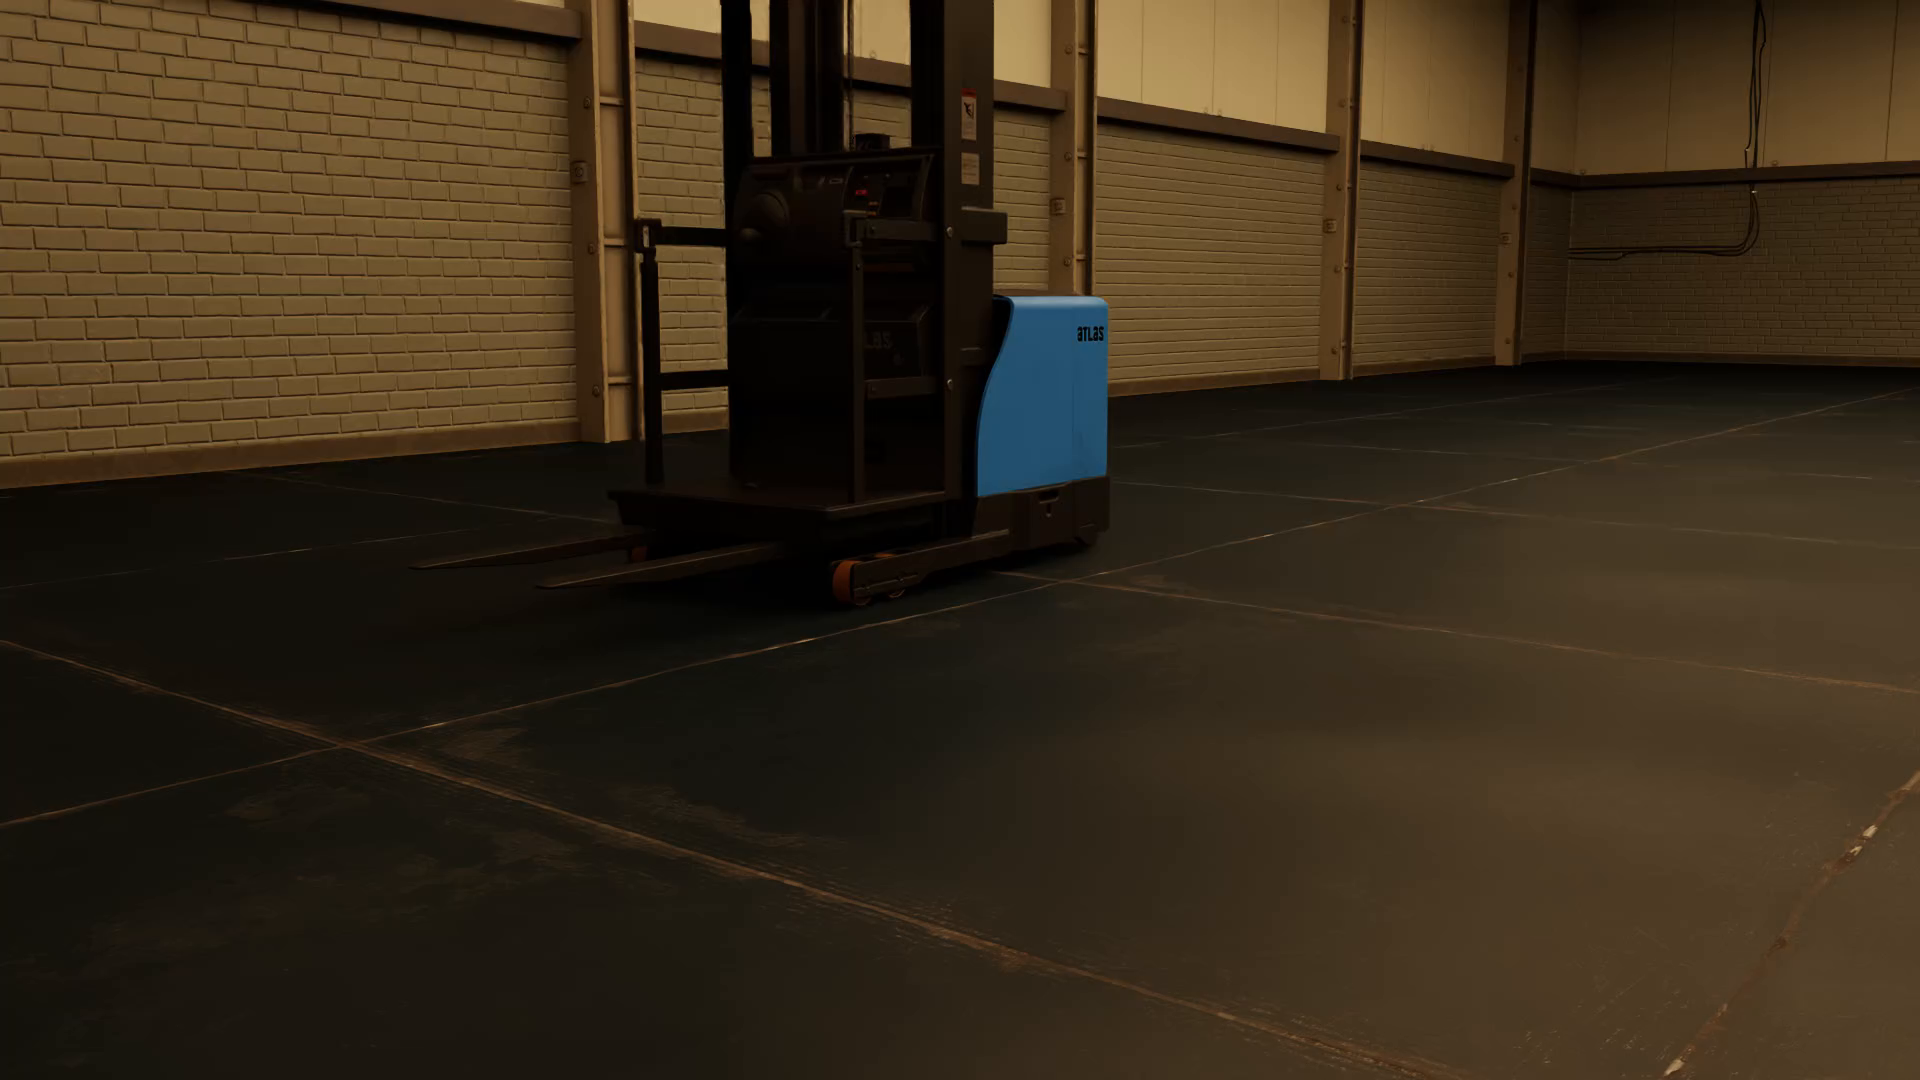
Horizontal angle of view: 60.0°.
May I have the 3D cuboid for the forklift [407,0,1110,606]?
[{"bbox_3d":[-0.613,-1.296,6.140,1.130,2.935,3.031,6,10,35],"label":"forklift"}]
